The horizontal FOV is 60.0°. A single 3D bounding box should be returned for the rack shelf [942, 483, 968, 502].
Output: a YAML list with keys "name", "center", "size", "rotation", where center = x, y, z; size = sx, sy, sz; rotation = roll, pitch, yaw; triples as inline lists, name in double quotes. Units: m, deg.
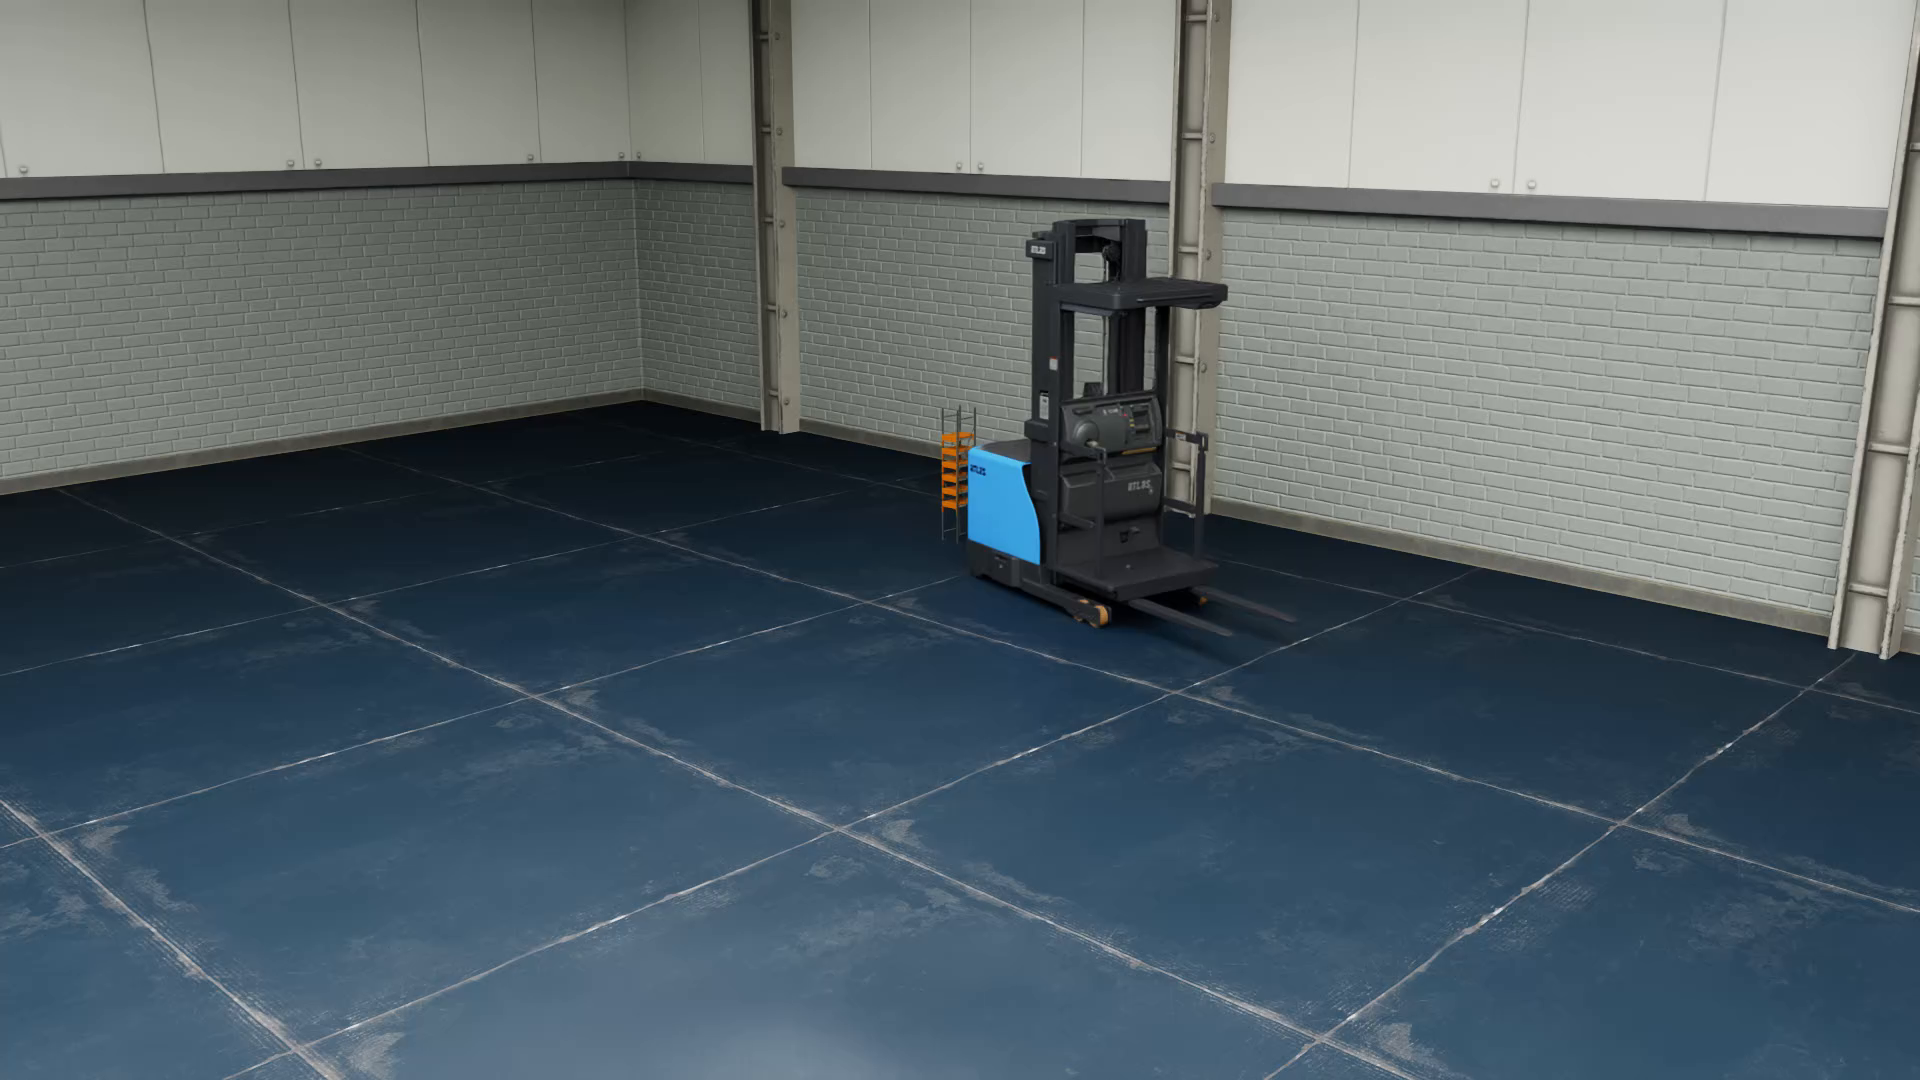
- name: "rack shelf"
  center: [-0.010, -0.424, 14.832]
  size: [0.180, 0.103, 0.258]
  rotation: [14, 20, 42]

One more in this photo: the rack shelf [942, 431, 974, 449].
- name: "rack shelf"
  center: [-0.010, -0.889, 14.711]
  size: [0.180, 0.103, 0.258]
  rotation: [14, 20, 42]

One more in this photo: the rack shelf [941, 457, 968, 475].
- name: "rack shelf"
  center: [-0.010, -0.656, 14.771]
  size: [0.180, 0.103, 0.258]
  rotation: [14, 20, 42]

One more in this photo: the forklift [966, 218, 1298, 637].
- name: "forklift"
  center: [1.288, -0.901, 12.577]
  size: [1.130, 2.935, 3.031]
  rotation: [-10, 17, -33]

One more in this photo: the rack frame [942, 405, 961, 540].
- name: "rack frame"
  center: [-0.076, -0.599, 14.852]
  size: [0.006, 1.200, 0.240]
  rotation: [14, 20, 42]

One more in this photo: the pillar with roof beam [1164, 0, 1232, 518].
- name: "pillar with roof beam"
  center: [-0.819, -3.843, 11.834]
  size: [0.400, 9.000, 9.100]
  rotation: [14, 20, 42]

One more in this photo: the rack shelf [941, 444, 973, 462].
- name: "rack shelf"
  center: [-0.010, -0.772, 14.741]
  size: [0.180, 0.103, 0.258]
  rotation: [14, 20, 42]

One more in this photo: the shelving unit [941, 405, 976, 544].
- name: "shelving unit"
  center: [-0.010, -0.583, 14.791]
  size: [0.189, 1.200, 0.258]
  rotation: [14, 20, 42]

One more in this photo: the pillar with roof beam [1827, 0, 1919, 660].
- name: "pillar with roof beam"
  center: [3.500, -2.793, 7.804]
  size: [0.400, 9.000, 9.100]
  rotation: [14, 20, 42]

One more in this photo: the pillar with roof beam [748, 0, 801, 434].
- name: "pillar with roof beam"
  center: [-5.139, -4.893, 15.864]
  size: [0.400, 9.000, 9.100]
  rotation: [14, 20, 42]

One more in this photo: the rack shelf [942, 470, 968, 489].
- name: "rack shelf"
  center: [-0.010, -0.540, 14.802]
  size: [0.180, 0.103, 0.258]
  rotation: [14, 20, 42]

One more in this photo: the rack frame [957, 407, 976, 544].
- name: "rack frame"
  center: [0.055, -0.567, 14.729]
  size: [0.006, 1.200, 0.240]
  rotation: [14, 20, 42]

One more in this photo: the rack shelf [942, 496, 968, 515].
- name: "rack shelf"
  center: [-0.010, -0.308, 14.862]
  size: [0.180, 0.103, 0.258]
  rotation: [14, 20, 42]
